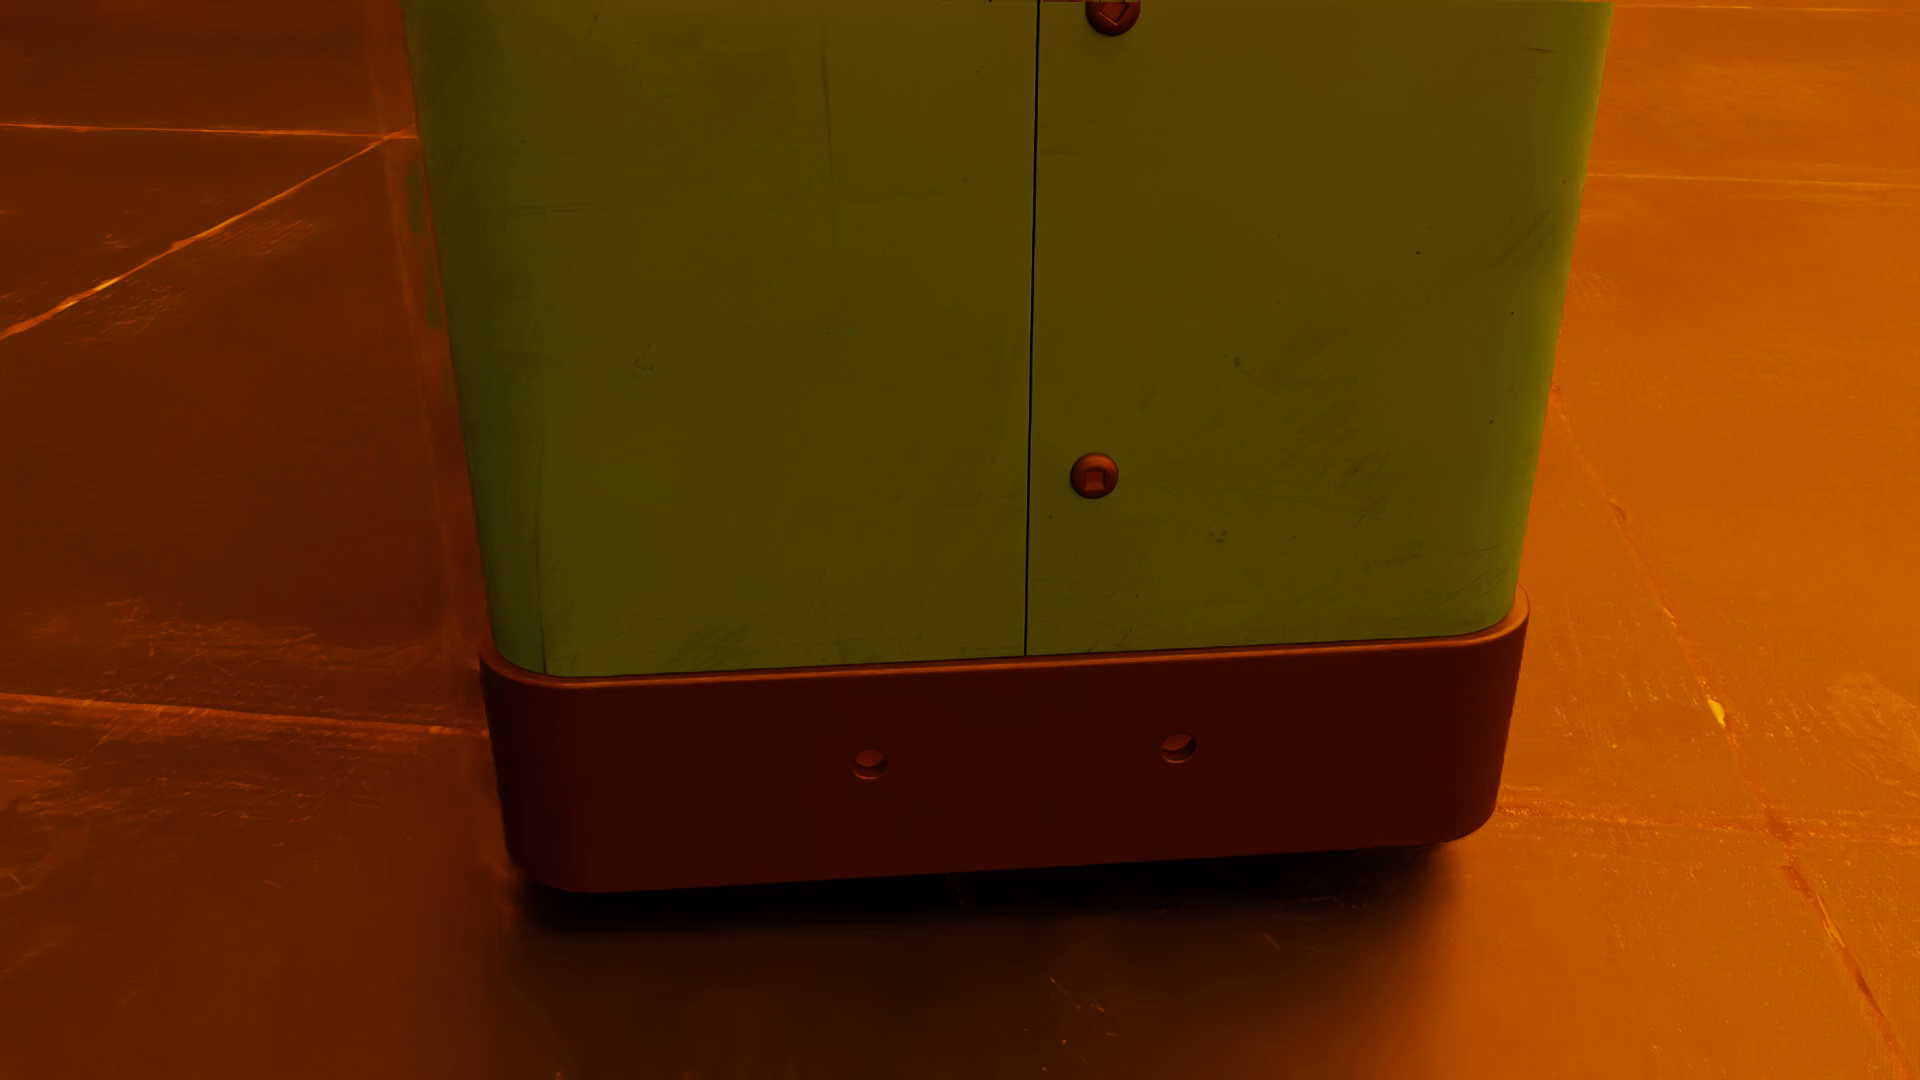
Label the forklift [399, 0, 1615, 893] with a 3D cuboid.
[{"bbox_3d":[-0.077,-1.589,2.401,1.130,2.935,3.031,-2,27,-5],"label":"forklift"}]
